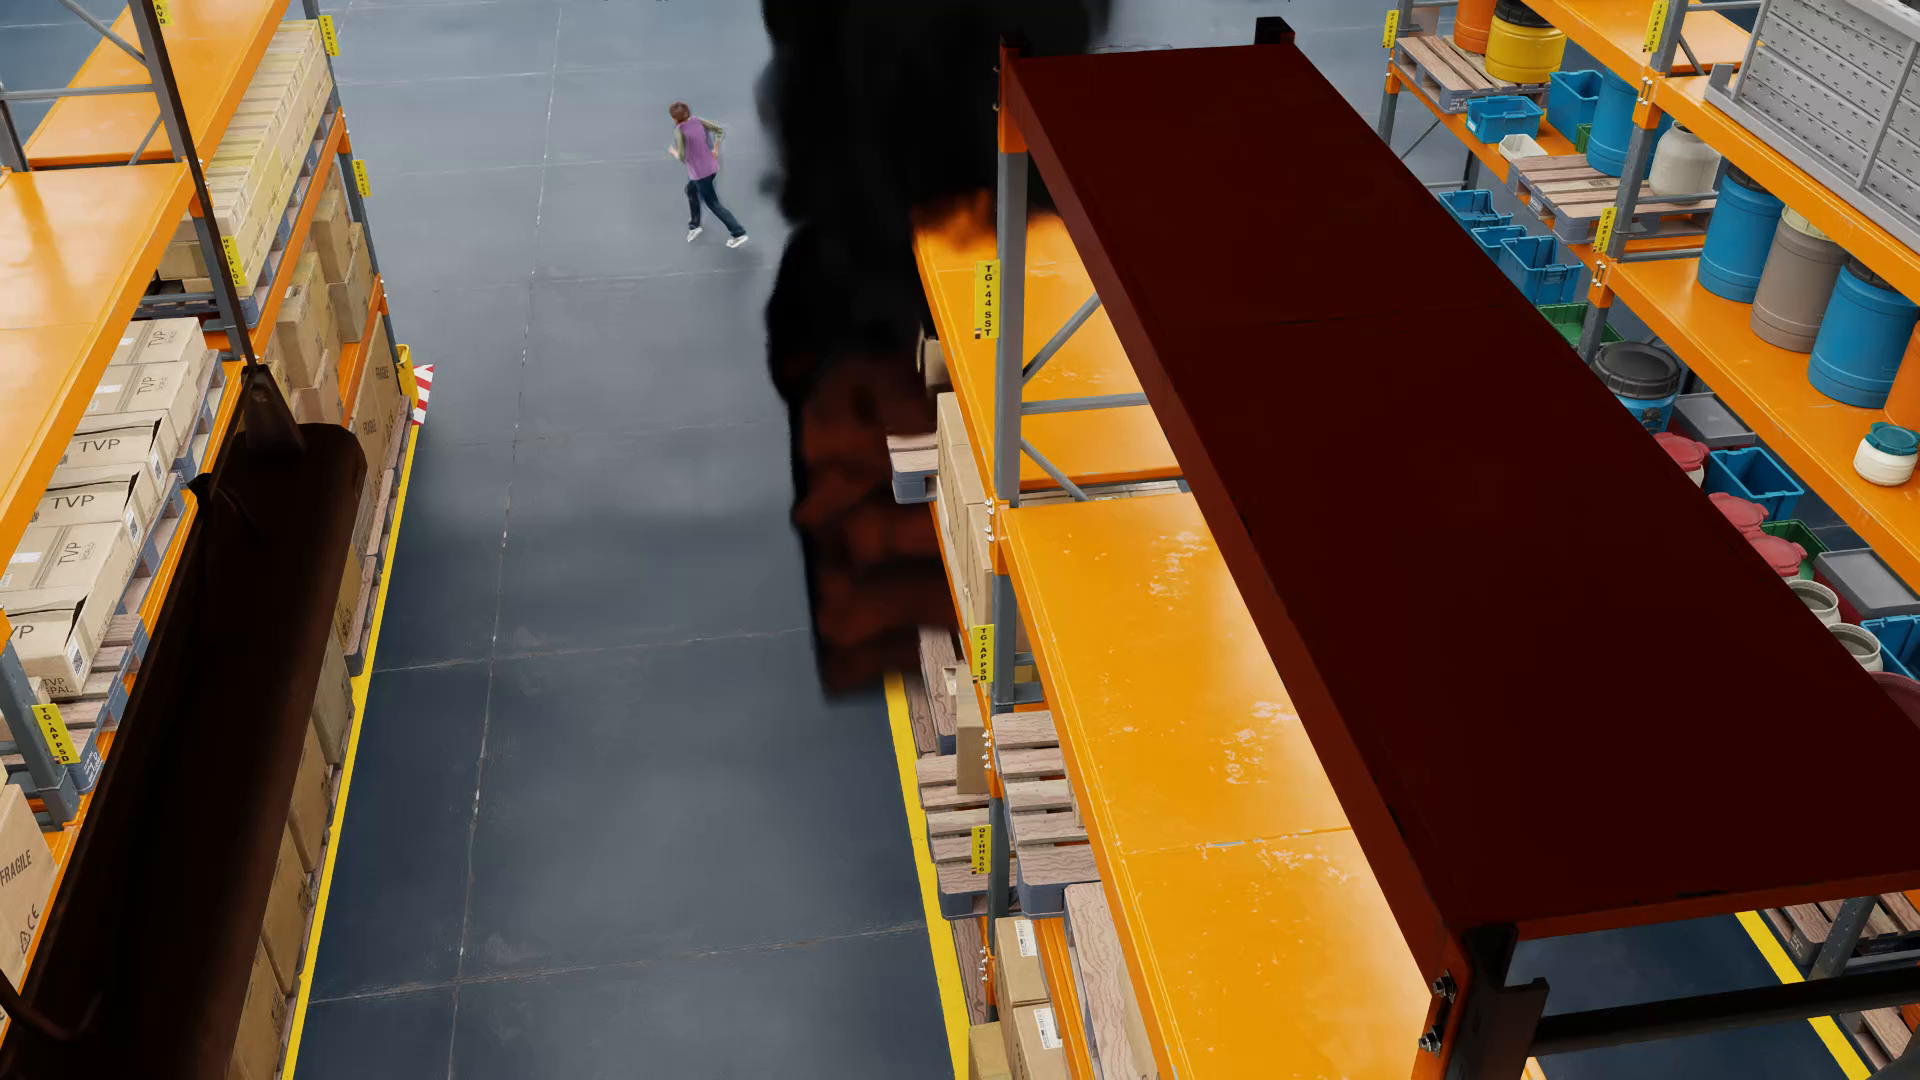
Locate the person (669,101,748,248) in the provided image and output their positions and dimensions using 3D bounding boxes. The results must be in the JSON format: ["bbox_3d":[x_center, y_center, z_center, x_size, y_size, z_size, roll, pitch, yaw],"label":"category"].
[{"bbox_3d":[-2.617,-3.749,17.276,0.860,1.591,0.555,16,39,21],"label":"person"}]
